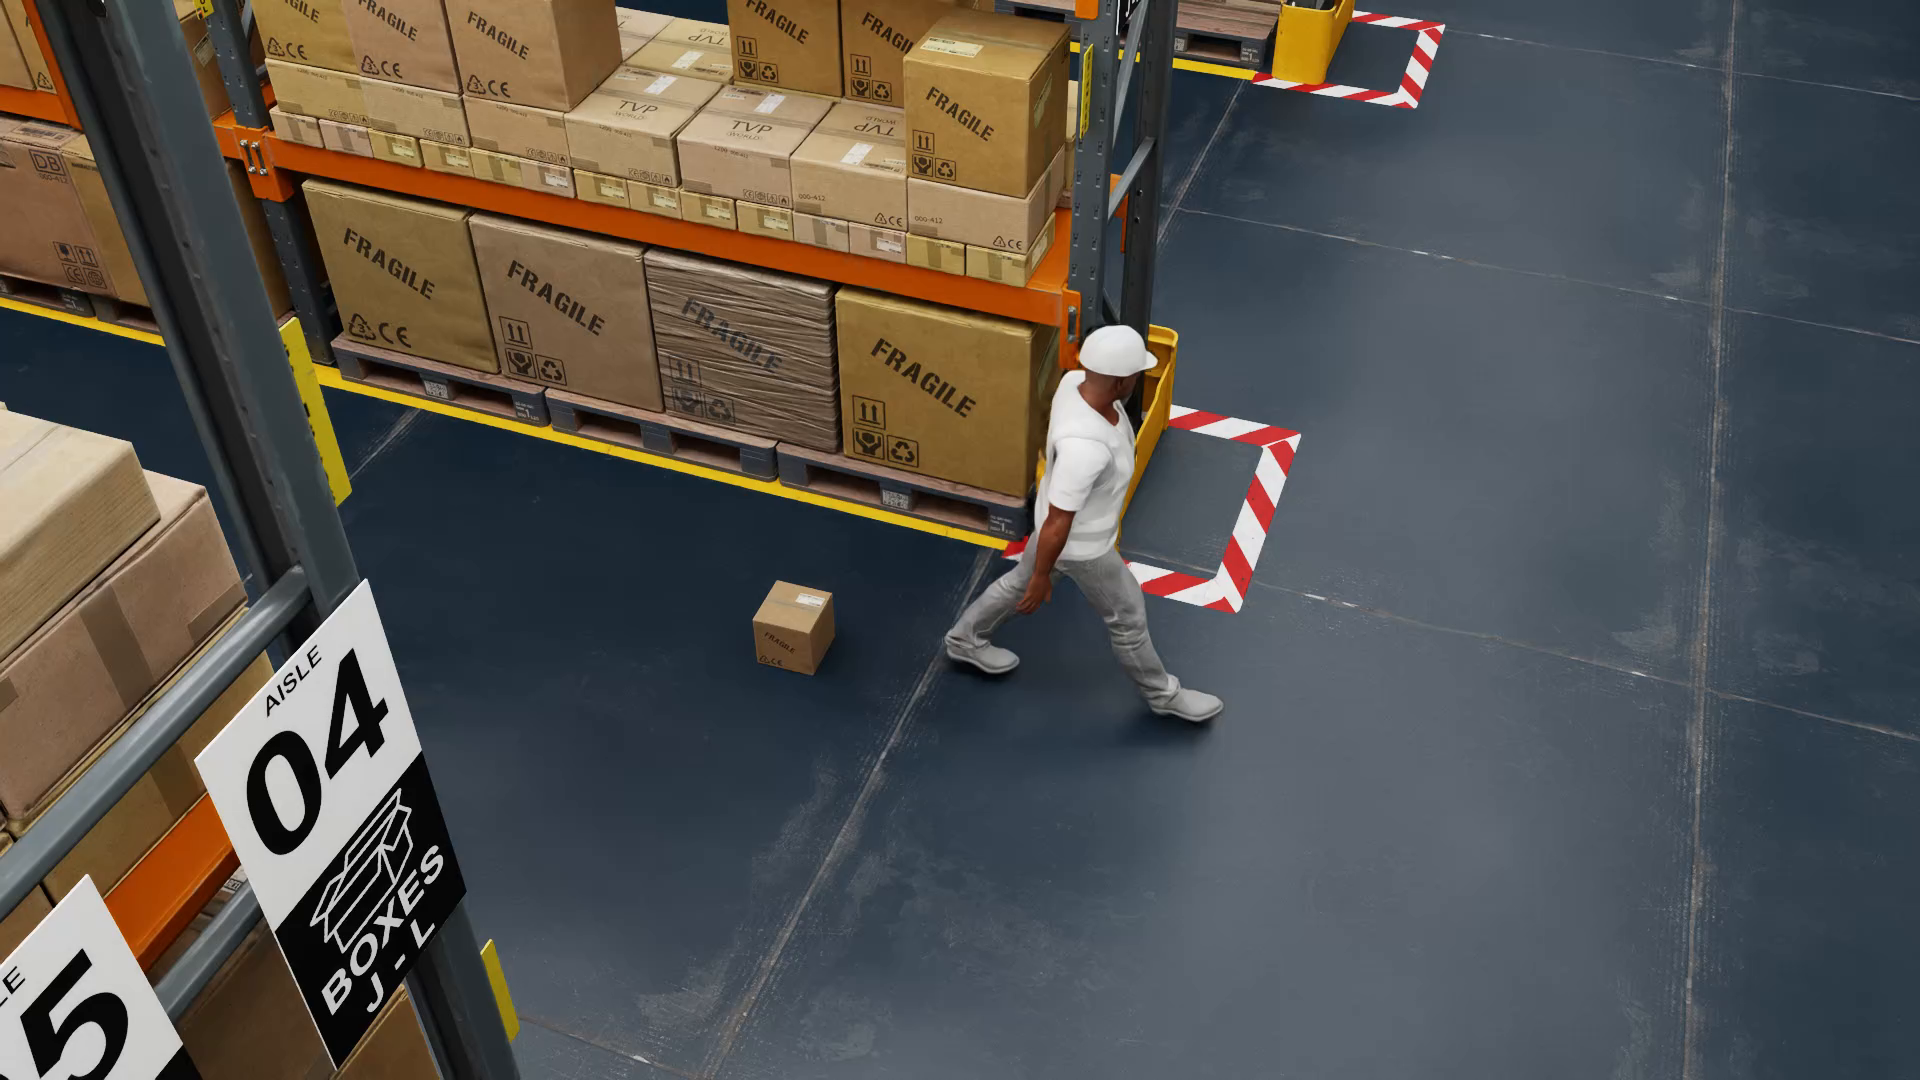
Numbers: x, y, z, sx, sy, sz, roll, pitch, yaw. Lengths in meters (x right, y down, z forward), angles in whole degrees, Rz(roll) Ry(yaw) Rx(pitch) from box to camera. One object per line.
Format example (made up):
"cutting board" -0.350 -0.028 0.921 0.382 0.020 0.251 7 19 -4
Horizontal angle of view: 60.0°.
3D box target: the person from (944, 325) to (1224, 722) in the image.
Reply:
"person" 0.488 -0.051 6.220 1.113 1.703 0.661 1 41 1
